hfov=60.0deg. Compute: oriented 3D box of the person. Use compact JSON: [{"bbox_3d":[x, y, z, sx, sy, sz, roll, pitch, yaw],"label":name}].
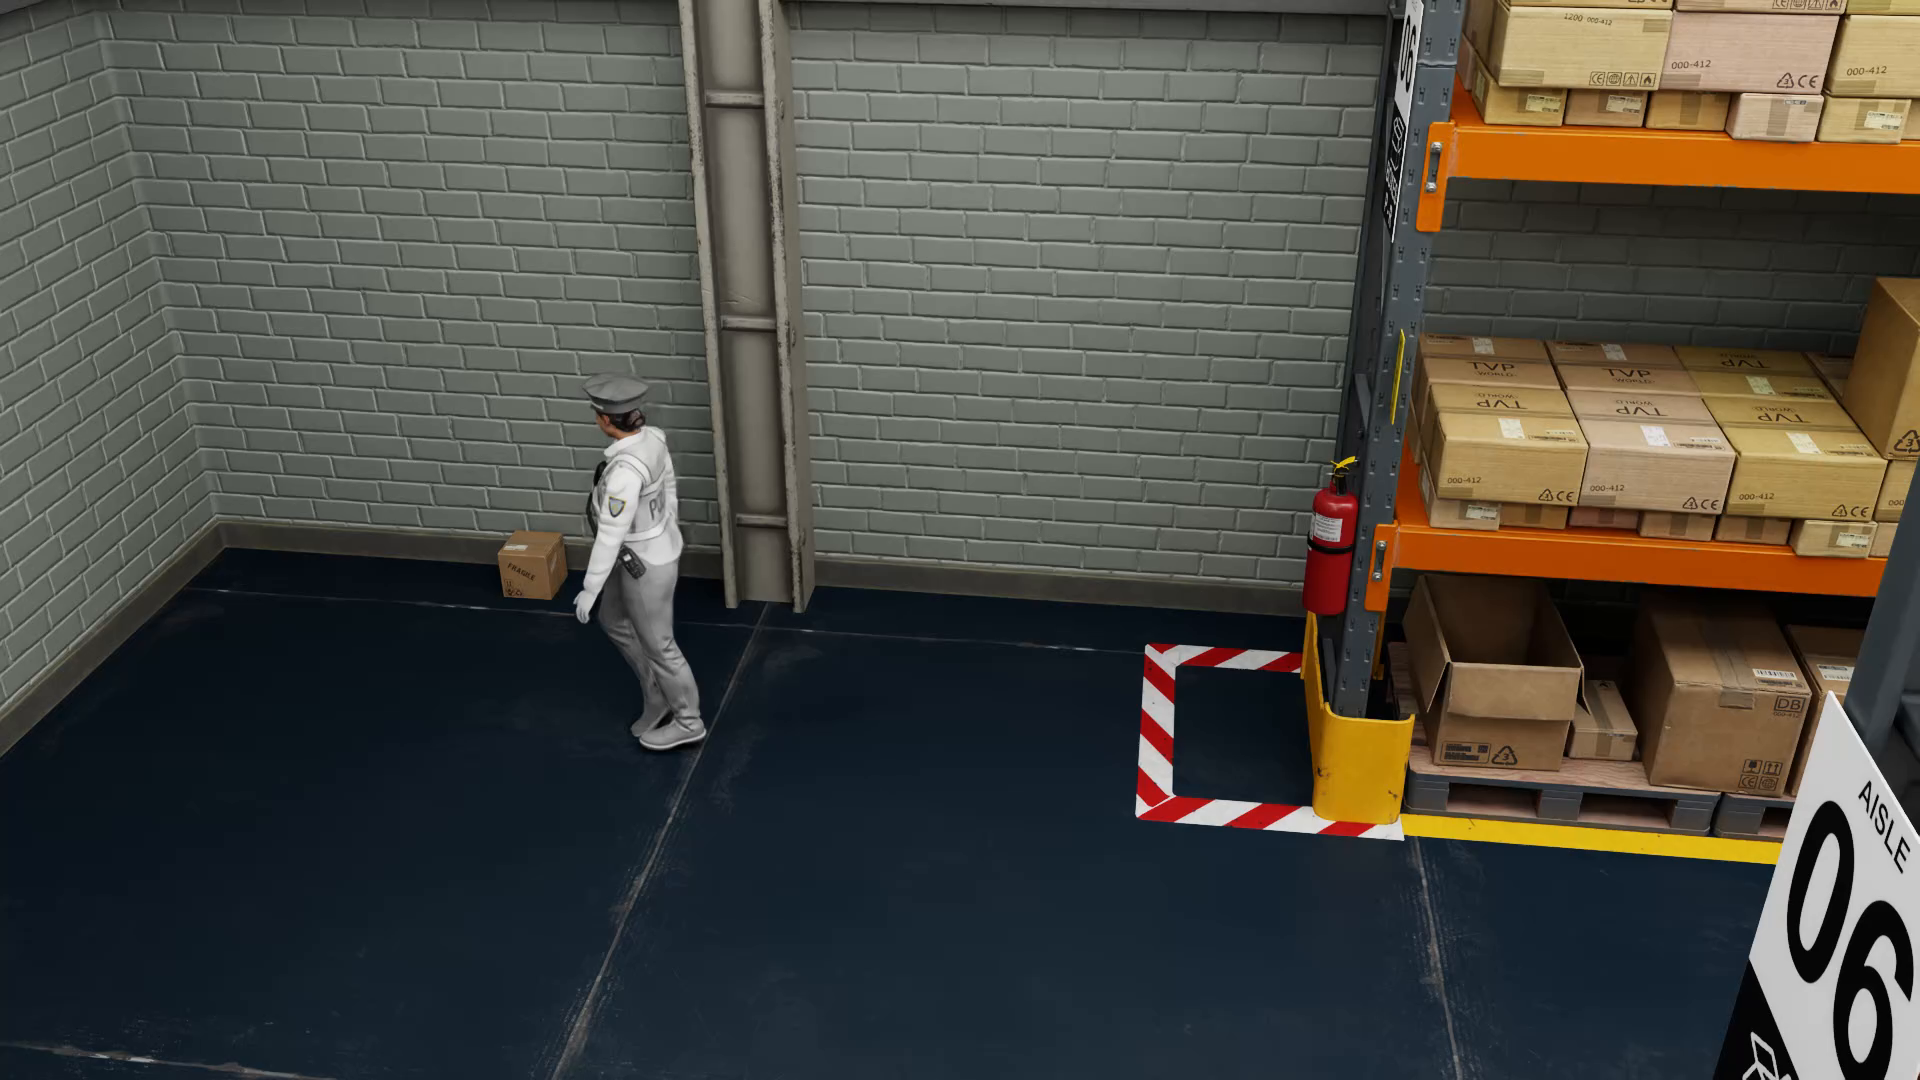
[{"bbox_3d":[-1.335,0.128,6.884,0.471,1.702,0.535,-1,29,-1],"label":"person"}]
